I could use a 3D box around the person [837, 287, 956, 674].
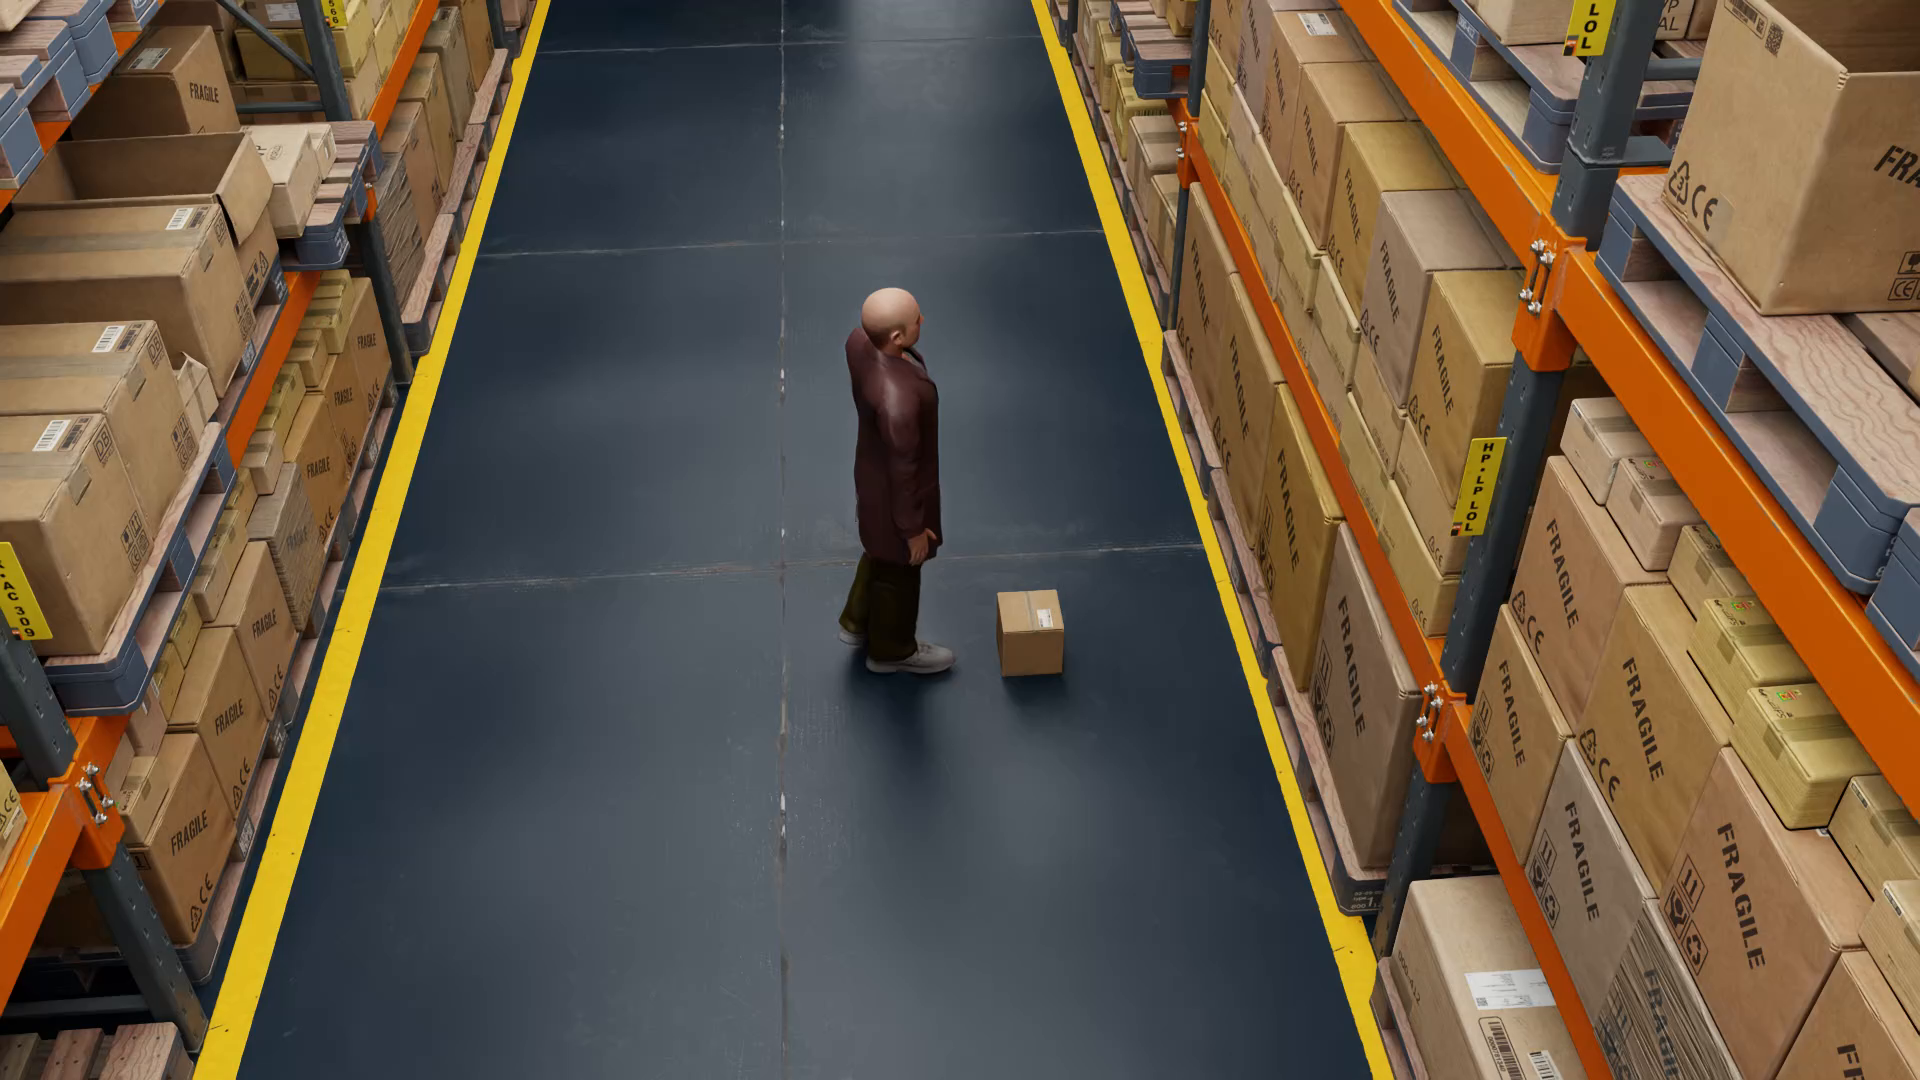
[{"bbox_3d":[-0.259,-0.176,6.386,0.459,1.834,0.634,-10,40,-12],"label":"person"}]
